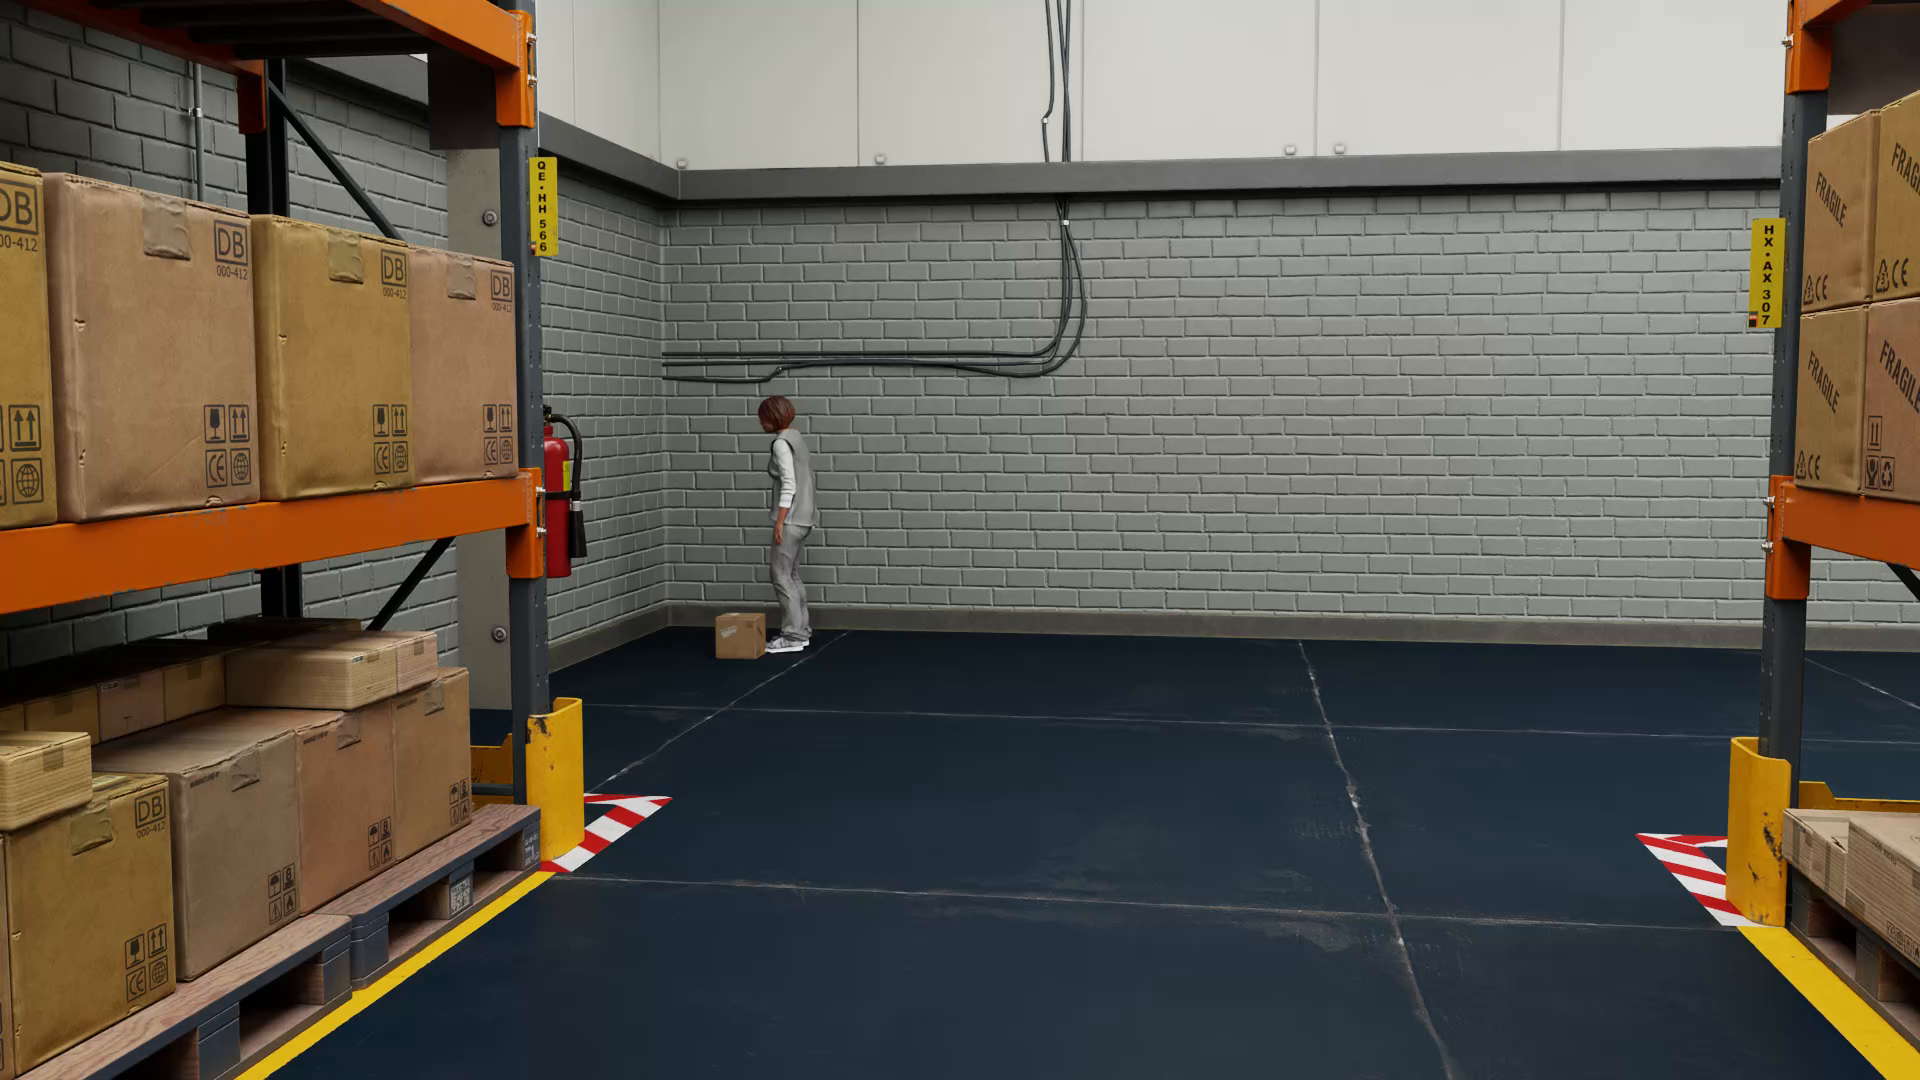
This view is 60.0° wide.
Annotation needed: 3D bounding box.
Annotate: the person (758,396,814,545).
[{"bbox_3d":[-1.080,-0.437,10.330,0.330,0.912,0.458,0,5,6],"label":"person"}]
